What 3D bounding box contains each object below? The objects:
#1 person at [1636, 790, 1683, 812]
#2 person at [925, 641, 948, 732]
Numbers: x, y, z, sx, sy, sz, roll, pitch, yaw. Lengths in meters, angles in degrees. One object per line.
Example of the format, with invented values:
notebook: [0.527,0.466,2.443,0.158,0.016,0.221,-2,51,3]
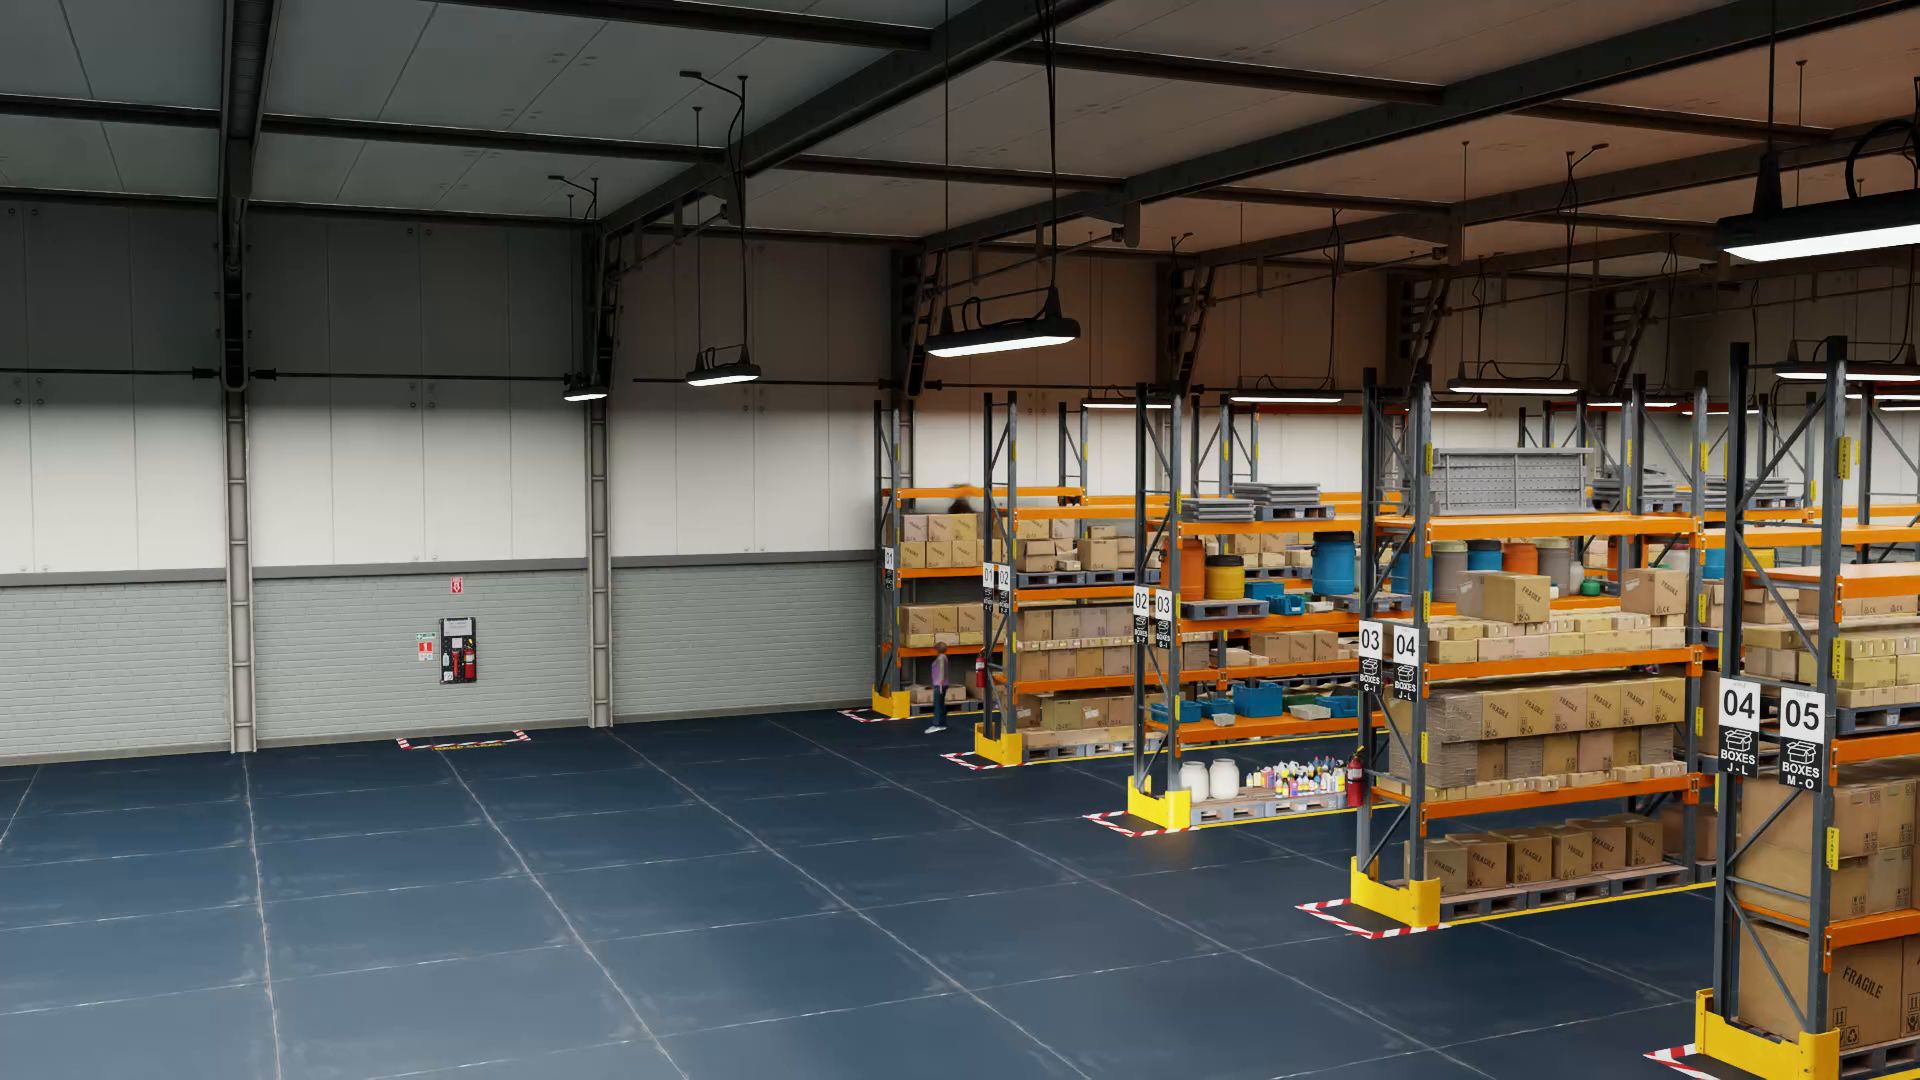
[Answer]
person: [9.860,2.996,23.405,1.047,1.600,0.617,-1,3,-16]
person: [-0.409,2.627,29.836,0.397,1.606,0.508,0,3,6]
